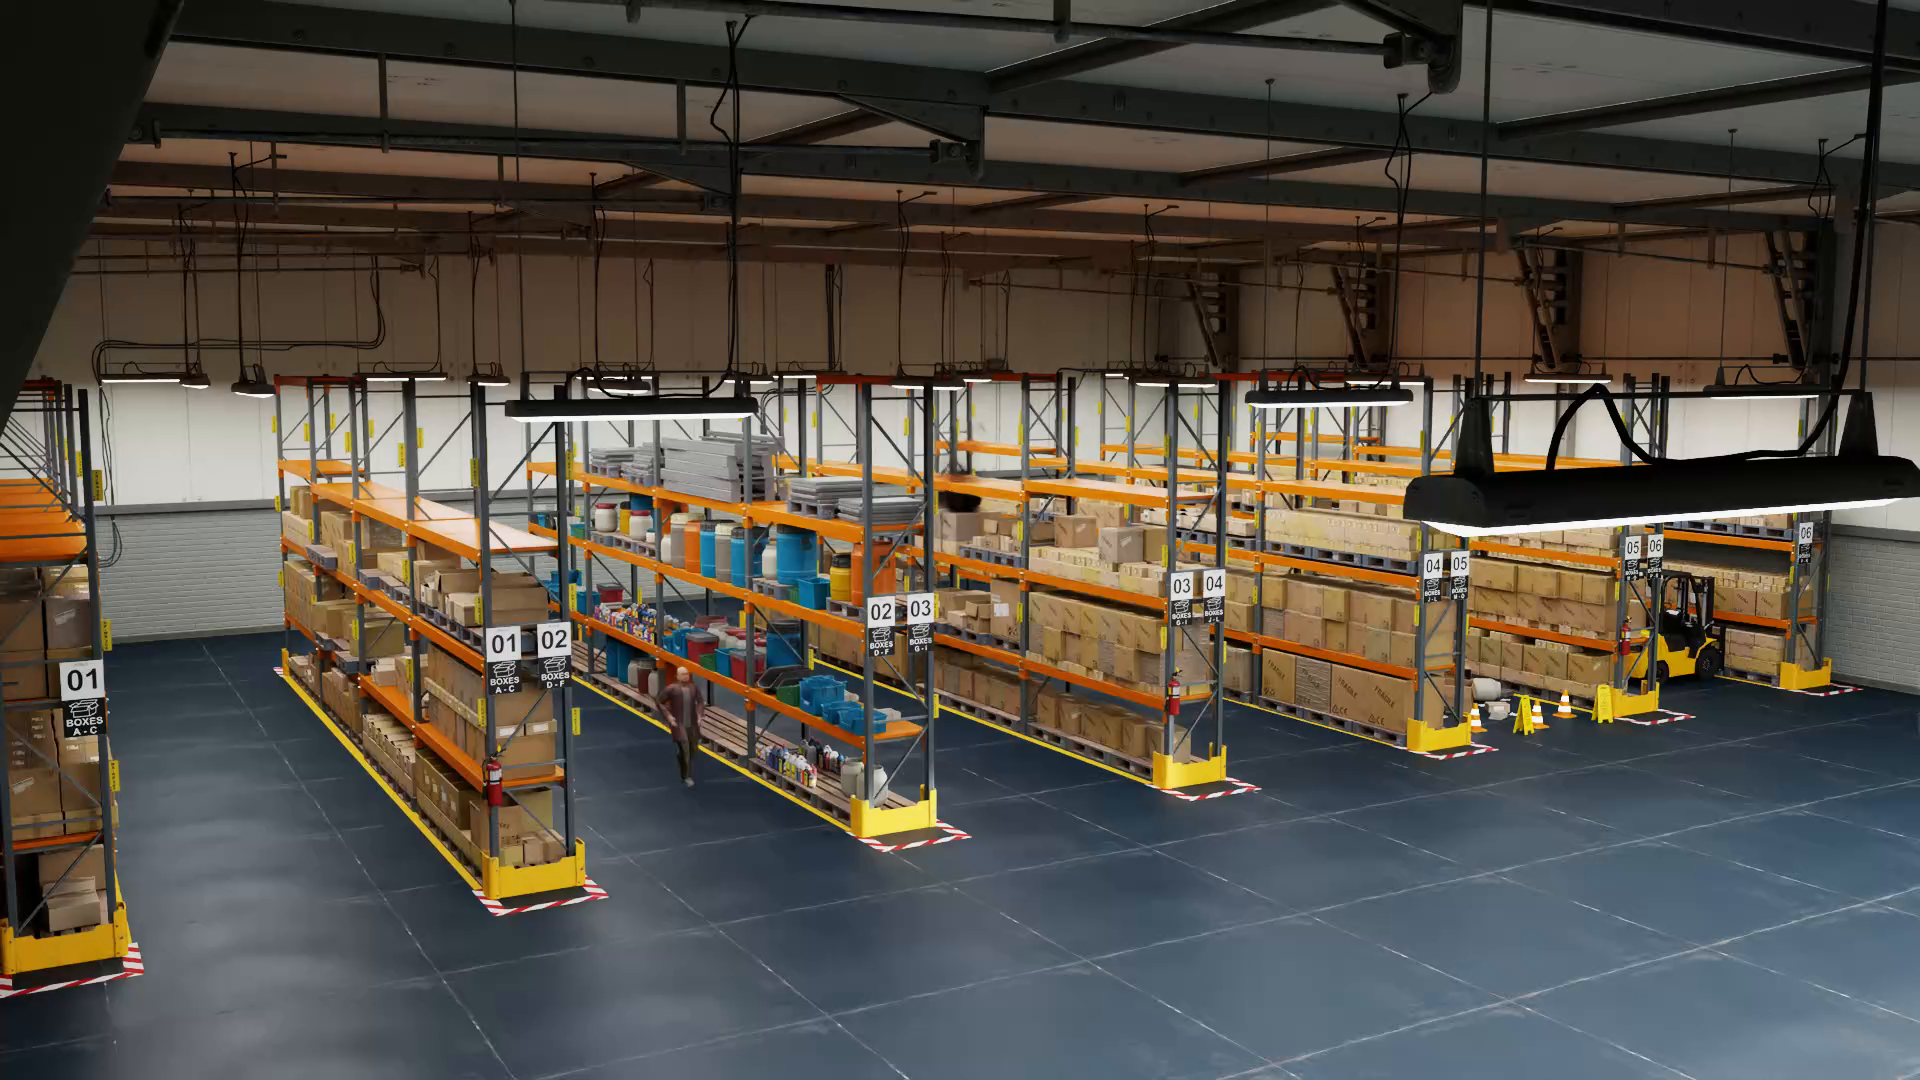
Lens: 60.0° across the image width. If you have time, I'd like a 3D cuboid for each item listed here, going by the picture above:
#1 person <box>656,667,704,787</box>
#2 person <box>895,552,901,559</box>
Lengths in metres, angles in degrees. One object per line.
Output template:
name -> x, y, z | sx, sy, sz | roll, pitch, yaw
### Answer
person -> -4.157, 2.756, 24.791 | 0.739, 1.757, 0.732 | -4, 7, -33
person -> -1.602, 1.120, 39.954 | 0.818, 1.695, 0.593 | -1, 6, -12
